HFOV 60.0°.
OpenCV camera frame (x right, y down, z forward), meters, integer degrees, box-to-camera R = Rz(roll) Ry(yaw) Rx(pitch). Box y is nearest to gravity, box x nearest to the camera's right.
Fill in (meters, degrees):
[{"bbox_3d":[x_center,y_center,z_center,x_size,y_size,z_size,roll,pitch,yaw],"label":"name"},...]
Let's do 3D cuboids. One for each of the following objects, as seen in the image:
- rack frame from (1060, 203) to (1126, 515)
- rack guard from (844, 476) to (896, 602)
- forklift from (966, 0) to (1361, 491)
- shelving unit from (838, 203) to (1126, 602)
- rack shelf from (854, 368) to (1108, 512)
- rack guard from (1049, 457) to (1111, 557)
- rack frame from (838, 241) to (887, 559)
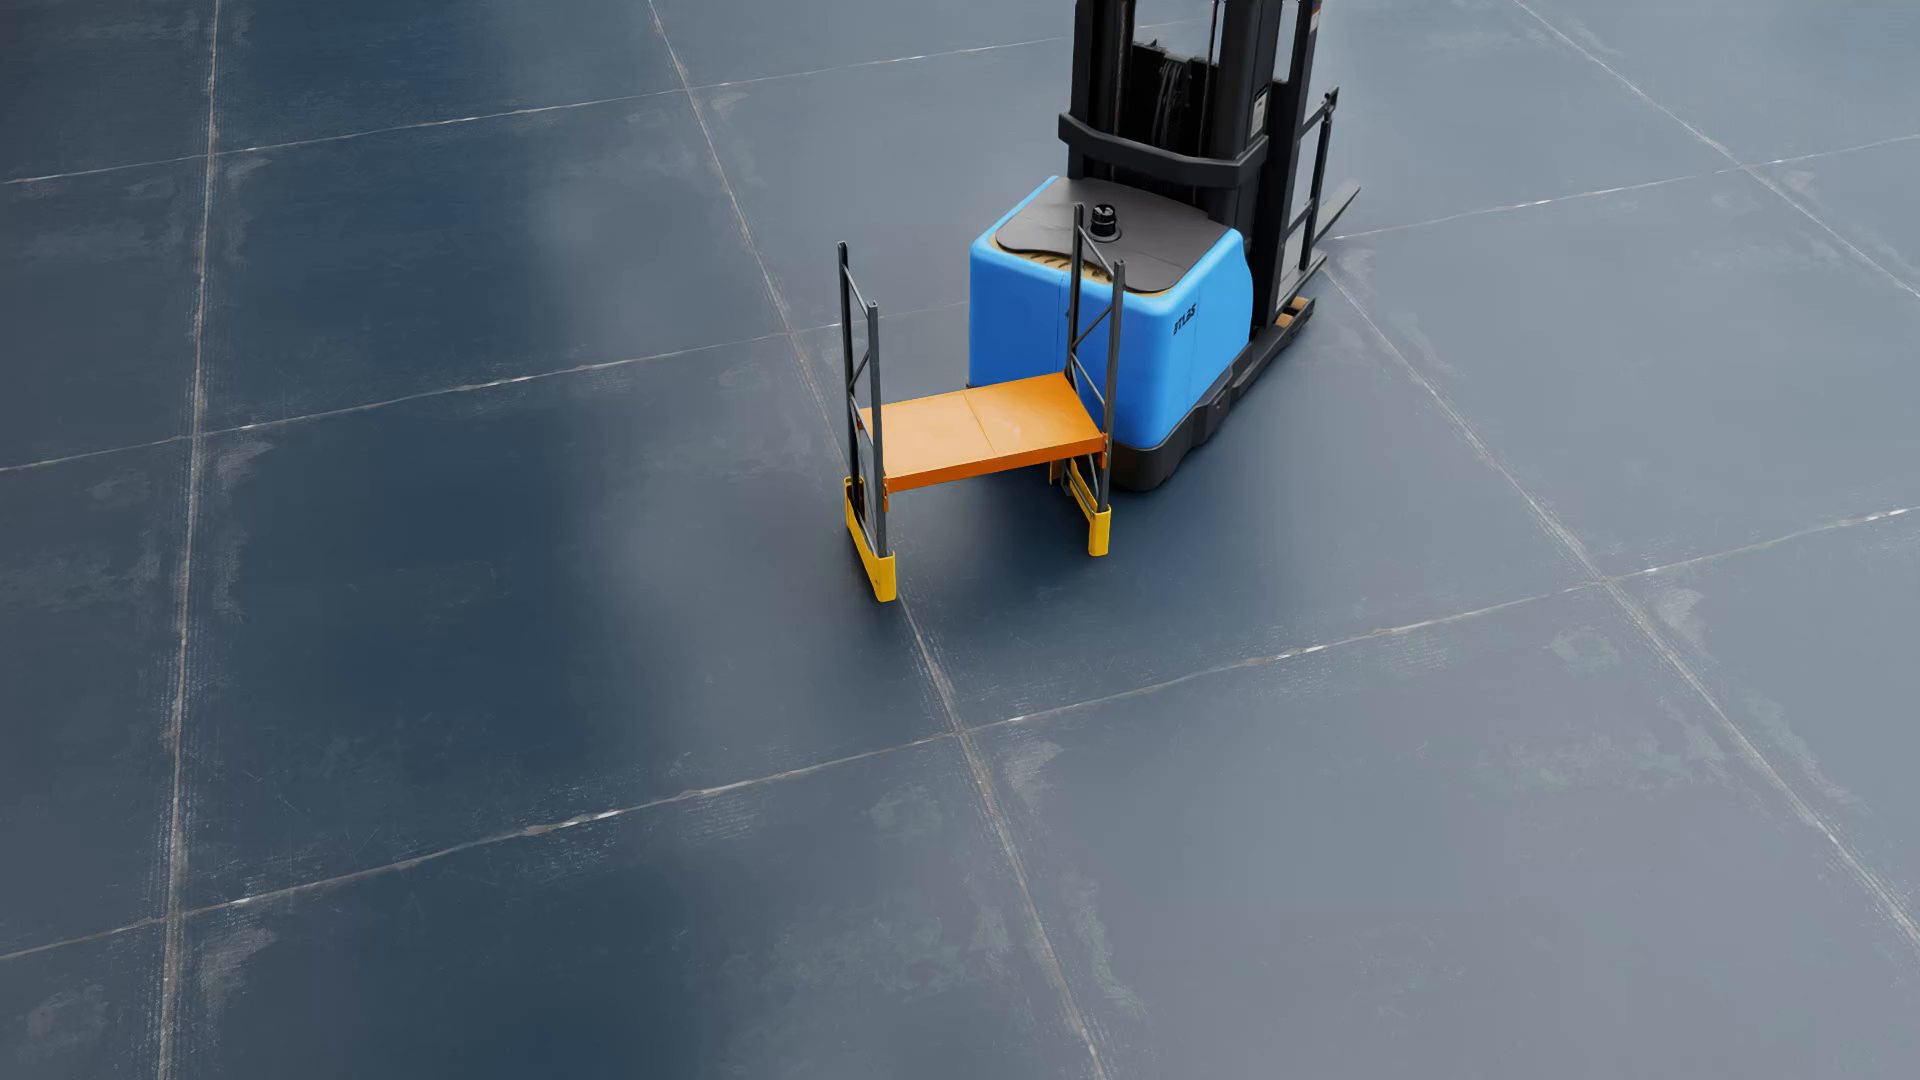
[{"bbox_3d":[0.566,-0.682,7.240,0.032,1.500,0.500,-12,42,-13],"label":"rack frame"},{"bbox_3d":[-0.403,-0.011,7.422,0.087,0.250,0.587,-12,42,-13],"label":"rack guard"},{"bbox_3d":[1.237,-2.279,7.981,1.130,2.935,3.031,22,46,24],"label":"forklift"},{"bbox_3d":[0.072,-0.579,7.123,1.083,1.500,0.587,-12,42,-13],"label":"shelving unit"},{"bbox_3d":[0.081,-0.446,7.243,1.000,0.185,0.538,-12,42,-13],"label":"rack shelf"},{"bbox_3d":[0.547,-0.207,7.647,0.087,0.250,0.587,-12,42,-13],"label":"rack guard"},{"bbox_3d":[-0.404,-0.481,7.010,0.032,1.500,0.500,-12,42,-13],"label":"rack frame"}]
